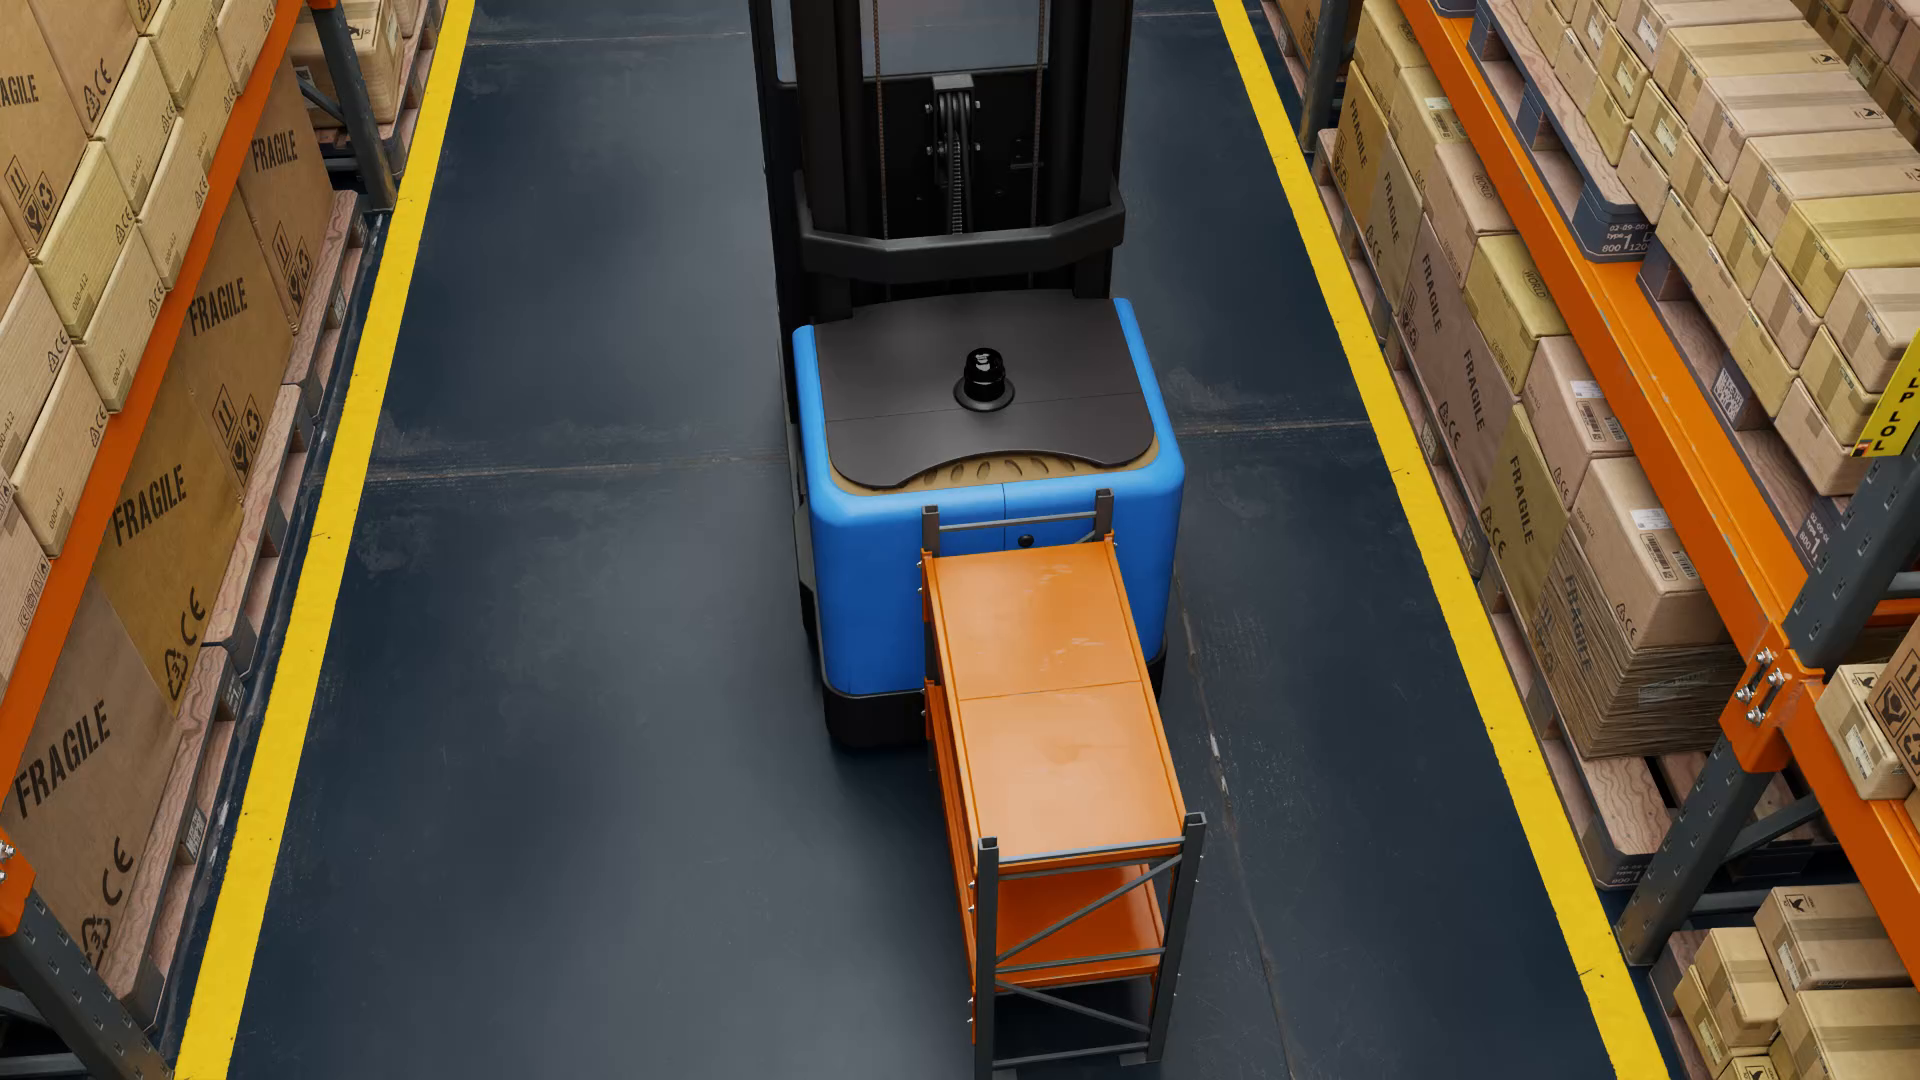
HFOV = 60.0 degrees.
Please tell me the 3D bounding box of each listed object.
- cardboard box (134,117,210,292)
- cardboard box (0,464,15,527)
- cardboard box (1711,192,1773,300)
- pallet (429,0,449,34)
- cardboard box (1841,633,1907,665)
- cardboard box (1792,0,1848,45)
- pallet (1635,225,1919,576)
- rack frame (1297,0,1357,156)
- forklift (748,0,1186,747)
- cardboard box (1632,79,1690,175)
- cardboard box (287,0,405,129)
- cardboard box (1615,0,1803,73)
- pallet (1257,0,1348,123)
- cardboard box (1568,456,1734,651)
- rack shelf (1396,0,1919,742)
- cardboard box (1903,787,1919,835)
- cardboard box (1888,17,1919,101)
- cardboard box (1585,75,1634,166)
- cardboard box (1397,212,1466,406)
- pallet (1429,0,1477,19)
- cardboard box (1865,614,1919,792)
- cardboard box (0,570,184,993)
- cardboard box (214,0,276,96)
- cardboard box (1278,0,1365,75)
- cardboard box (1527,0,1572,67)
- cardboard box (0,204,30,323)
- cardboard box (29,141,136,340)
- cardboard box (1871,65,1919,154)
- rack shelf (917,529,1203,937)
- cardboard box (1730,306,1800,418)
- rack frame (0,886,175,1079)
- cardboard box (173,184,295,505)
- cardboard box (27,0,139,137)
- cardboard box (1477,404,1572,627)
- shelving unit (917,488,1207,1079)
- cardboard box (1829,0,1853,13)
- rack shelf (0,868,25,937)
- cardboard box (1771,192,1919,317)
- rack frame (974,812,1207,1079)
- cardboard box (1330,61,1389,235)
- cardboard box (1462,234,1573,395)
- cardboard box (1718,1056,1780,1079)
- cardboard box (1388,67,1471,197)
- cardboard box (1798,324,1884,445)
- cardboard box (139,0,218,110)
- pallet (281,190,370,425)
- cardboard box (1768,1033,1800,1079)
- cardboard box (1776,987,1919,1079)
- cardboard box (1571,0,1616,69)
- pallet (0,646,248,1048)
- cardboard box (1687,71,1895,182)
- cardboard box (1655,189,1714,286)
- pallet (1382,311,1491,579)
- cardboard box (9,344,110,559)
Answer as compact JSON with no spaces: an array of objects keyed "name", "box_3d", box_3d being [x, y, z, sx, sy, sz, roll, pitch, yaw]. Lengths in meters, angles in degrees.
[{"name":"cardboard box","box_3d":[-2.452,-0.933,4.671,0.500,0.250,0.500,-4,47,-4]},{"name":"cardboard box","box_3d":[-2.330,0.002,3.441,0.500,0.250,0.500,-5,47,-4]},{"name":"cardboard box","box_3d":[2.079,-0.722,4.047,0.380,0.149,0.250,-2,47,-2]},{"name":"pallet","box_3d":[-3.072,-2.923,8.373,1.003,0.211,1.213,-3,47,-3]},{"name":"cardboard box","box_3d":[2.553,0.248,4.881,0.500,0.500,0.500,-2,47,-2]},{"name":"cardboard box","box_3d":[2.643,-1.521,4.803,0.380,0.149,0.250,-4,47,-4]},{"name":"pallet","box_3d":[2.431,-0.412,4.206,1.003,0.211,1.213,-3,47,-3]},{"name":"rack frame","box_3d":[2.015,-2.810,6.345,1.000,3.000,0.127,-3,47,-3]},{"name":"forklift","box_3d":[-0.086,-1.460,5.114,1.130,2.935,3.031,-6,47,-5]},{"name":"cardboard box","box_3d":[2.031,-1.108,4.413,0.380,0.149,0.250,-6,47,-5]},{"name":"cardboard box","box_3d":[-2.946,-2.086,7.180,0.950,0.372,0.625,-6,47,-6]},{"name":"cardboard box","box_3d":[2.014,-1.400,4.484,0.380,0.149,0.250,-5,47,-5]},{"name":"pallet","box_3d":[2.024,-2.426,7.902,1.003,0.211,1.213,-3,47,-3]},{"name":"cardboard box","box_3d":[2.036,0.018,4.583,0.500,0.250,0.500,-5,47,-4]},{"name":"rack shelf","box_3d":[2.183,-1.116,5.236,1.077,0.370,4.000,-3,47,-3]},{"name":"cardboard box","box_3d":[2.143,0.578,3.310,0.380,0.149,0.250,-2,47,-2]},{"name":"cardboard box","box_3d":[2.687,-1.244,4.337,0.380,0.149,0.250,-4,47,-4]},{"name":"cardboard box","box_3d":[2.007,-1.192,4.696,0.380,0.149,0.250,-2,47,-2]},{"name":"cardboard box","box_3d":[1.914,-0.833,5.905,0.500,0.500,0.500,-5,47,-4]},{"name":"pallet","box_3d":[2.181,-2.235,5.933,1.213,0.211,1.003,-3,47,-3]},{"name":"cardboard box","box_3d":[2.141,0.321,3.106,0.500,0.500,0.500,-4,47,-4]},{"name":"cardboard box","box_3d":[-2.706,0.601,4.289,0.875,0.875,0.875,-2,47,-2]},{"name":"cardboard box","box_3d":[-2.549,-1.666,5.365,0.500,0.250,0.500,-3,47,-3]},{"name":"cardboard box","box_3d":[2.054,-2.627,7.432,1.050,0.750,0.750,-4,47,-4]},{"name":"cardboard box","box_3d":[1.965,-1.573,5.057,0.380,0.149,0.250,-3,47,-3]},{"name":"cardboard box","box_3d":[-2.395,-0.622,3.516,0.500,0.500,0.500,-4,47,-4]},{"name":"cardboard box","box_3d":[-2.417,-0.740,4.144,0.500,0.250,0.500,-3,47,-3]},{"name":"cardboard box","box_3d":[2.683,-1.146,4.449,0.380,0.149,0.250,-2,47,-2]},{"name":"rack shelf","box_3d":[0.219,0.450,4.146,0.538,0.278,1.000,-6,47,-5]},{"name":"cardboard box","box_3d":[2.097,-0.437,3.982,0.380,0.149,0.250,-3,47,-3]},{"name":"rack frame","box_3d":[-2.574,0.458,3.250,1.000,3.000,0.127,-3,47,-3]},{"name":"cardboard box","box_3d":[-2.863,-0.699,5.521,0.875,0.875,0.875,-3,47,-3]},{"name":"cardboard box","box_3d":[-2.484,-1.359,4.214,0.500,0.500,0.500,-4,47,-4]},{"name":"cardboard box","box_3d":[1.995,-0.092,5.204,0.500,0.500,0.500,-4,47,-4]},{"name":"shelving unit","box_3d":[0.219,0.651,4.359,0.538,1.125,1.048,-6,47,-5]},{"name":"cardboard box","box_3d":[2.640,-1.622,4.694,0.380,0.149,0.250,-2,47,-2]},{"name":"rack shelf","box_3d":[-2.407,2.152,2.141,1.077,0.370,4.000,-3,47,-3]},{"name":"cardboard box","box_3d":[2.099,-0.651,3.775,0.380,0.149,0.250,-5,47,-4]},{"name":"rack frame","box_3d":[0.288,1.017,4.012,0.500,1.125,0.032,-6,47,-5]},{"name":"cardboard box","box_3d":[1.820,-1.568,6.601,0.500,0.500,0.500,-5,47,-5]},{"name":"cardboard box","box_3d":[1.948,-0.736,5.297,0.500,0.250,0.500,-5,47,-5]},{"name":"cardboard box","box_3d":[2.083,1.395,4.037,0.380,0.149,0.250,-2,47,-2]},{"name":"cardboard box","box_3d":[1.874,-1.472,5.994,0.500,0.250,0.500,-4,47,-4]},{"name":"cardboard box","box_3d":[2.120,-0.352,3.696,0.380,0.149,0.250,-2,47,-2]},{"name":"cardboard box","box_3d":[-2.505,-1.481,4.846,0.500,0.250,0.500,-5,47,-4]},{"name":"pallet","box_3d":[-2.918,-0.902,6.459,1.003,0.211,1.213,-3,47,-3]},{"name":"cardboard box","box_3d":[2.172,1.277,3.944,0.380,0.149,0.250,-3,47,-3]},{"name":"cardboard box","box_3d":[2.137,1.180,3.831,0.380,0.149,0.250,-1,47,-1]},{"name":"cardboard box","box_3d":[1.991,-1.482,4.766,0.380,0.149,0.250,-2,47,-2]},{"name":"pallet","box_3d":[-2.714,0.863,4.787,1.003,0.211,1.213,-3,47,-3]},{"name":"cardboard box","box_3d":[2.057,-1.028,4.132,0.380,0.149,0.250,-4,47,-3]},{"name":"cardboard box","box_3d":[2.058,-0.799,4.325,0.380,0.149,0.250,-6,47,-5]},{"name":"pallet","box_3d":[2.178,-0.405,5.988,1.003,0.211,1.213,-3,47,-3]},{"name":"cardboard box","box_3d":[-2.393,-0.199,3.976,0.500,0.250,0.500,-5,47,-4]}]
